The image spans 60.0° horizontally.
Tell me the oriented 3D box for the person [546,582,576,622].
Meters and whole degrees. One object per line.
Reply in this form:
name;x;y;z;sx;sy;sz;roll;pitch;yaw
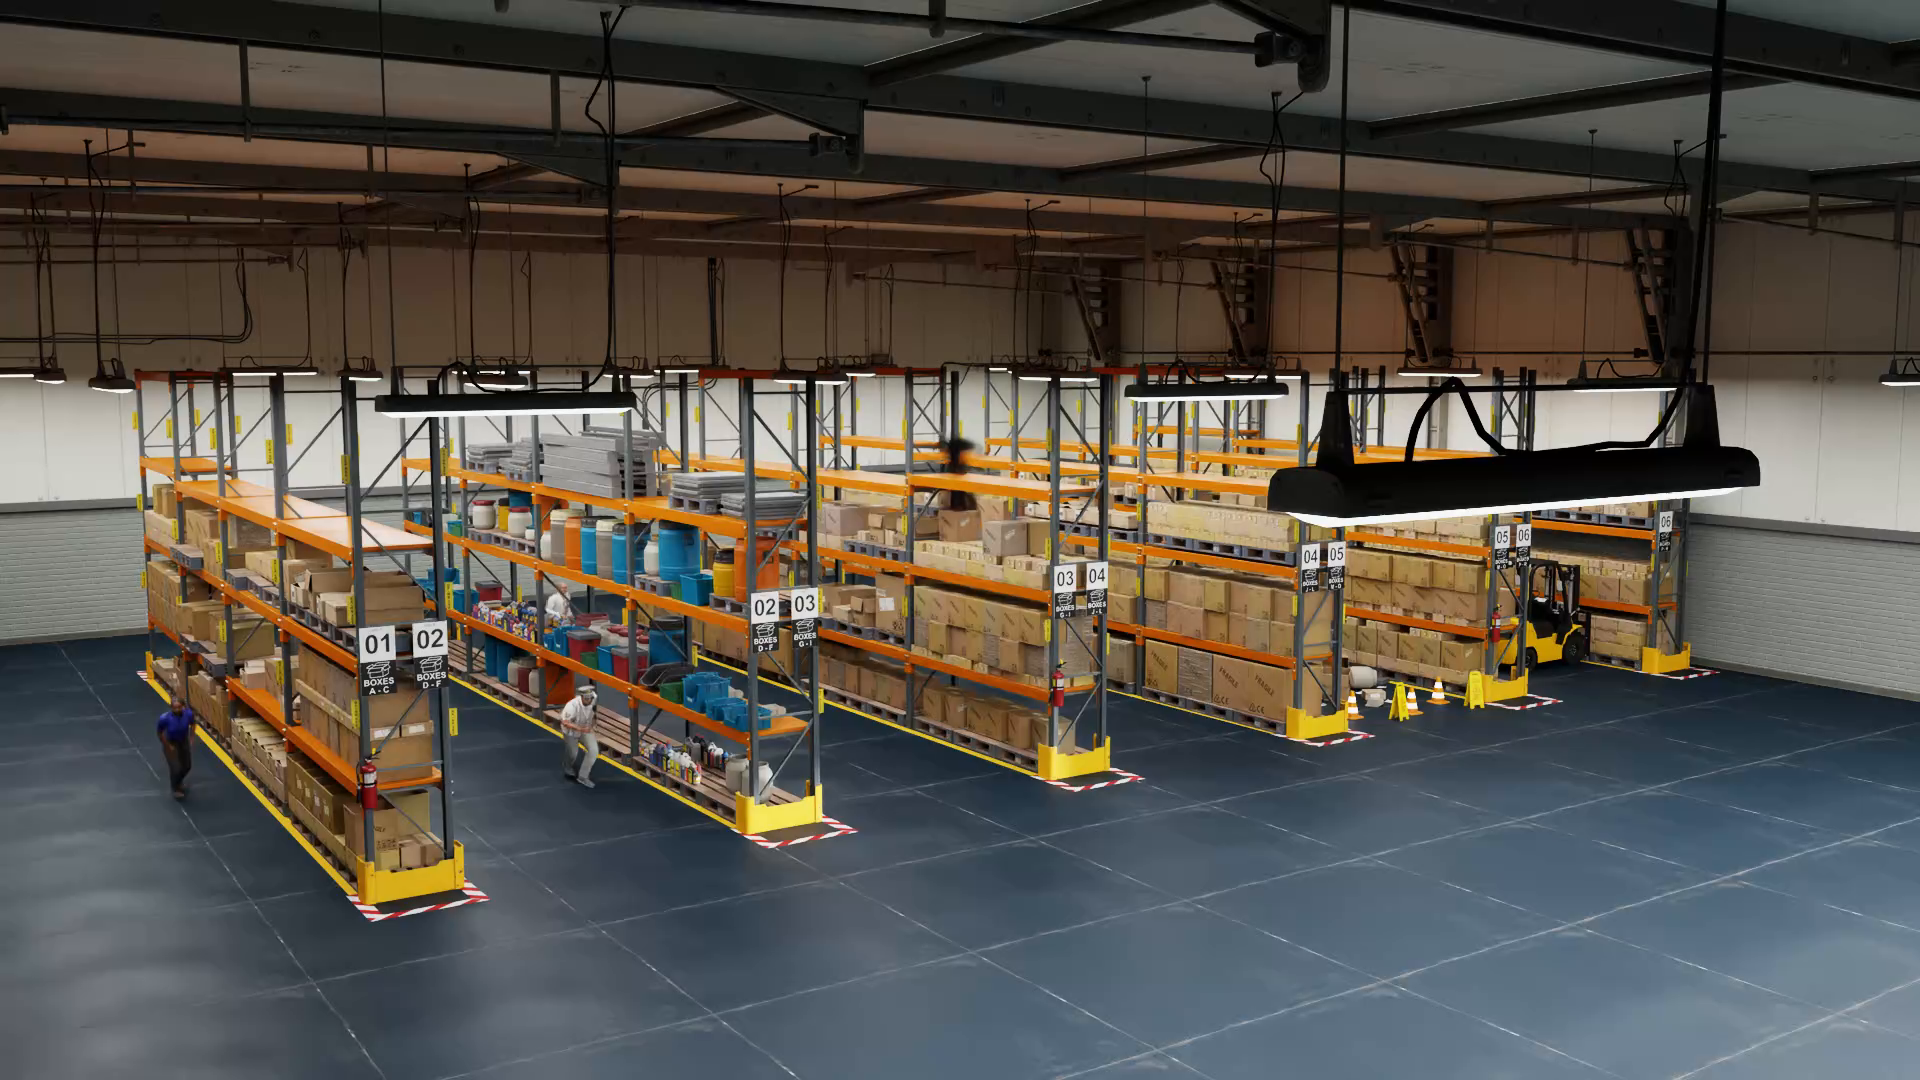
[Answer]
person;-8.128;1.695;33.479;0.949;1.740;0.705;5;8;35

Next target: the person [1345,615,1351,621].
person;8.611;1.424;35.989;0.818;1.718;0.697;6;9;44

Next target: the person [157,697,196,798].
person;-11.158;2.920;23.684;0.828;1.497;0.604;5;8;38

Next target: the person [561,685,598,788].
person;-5.658;2.837;24.454;0.651;1.546;1.157;-5;8;-37
